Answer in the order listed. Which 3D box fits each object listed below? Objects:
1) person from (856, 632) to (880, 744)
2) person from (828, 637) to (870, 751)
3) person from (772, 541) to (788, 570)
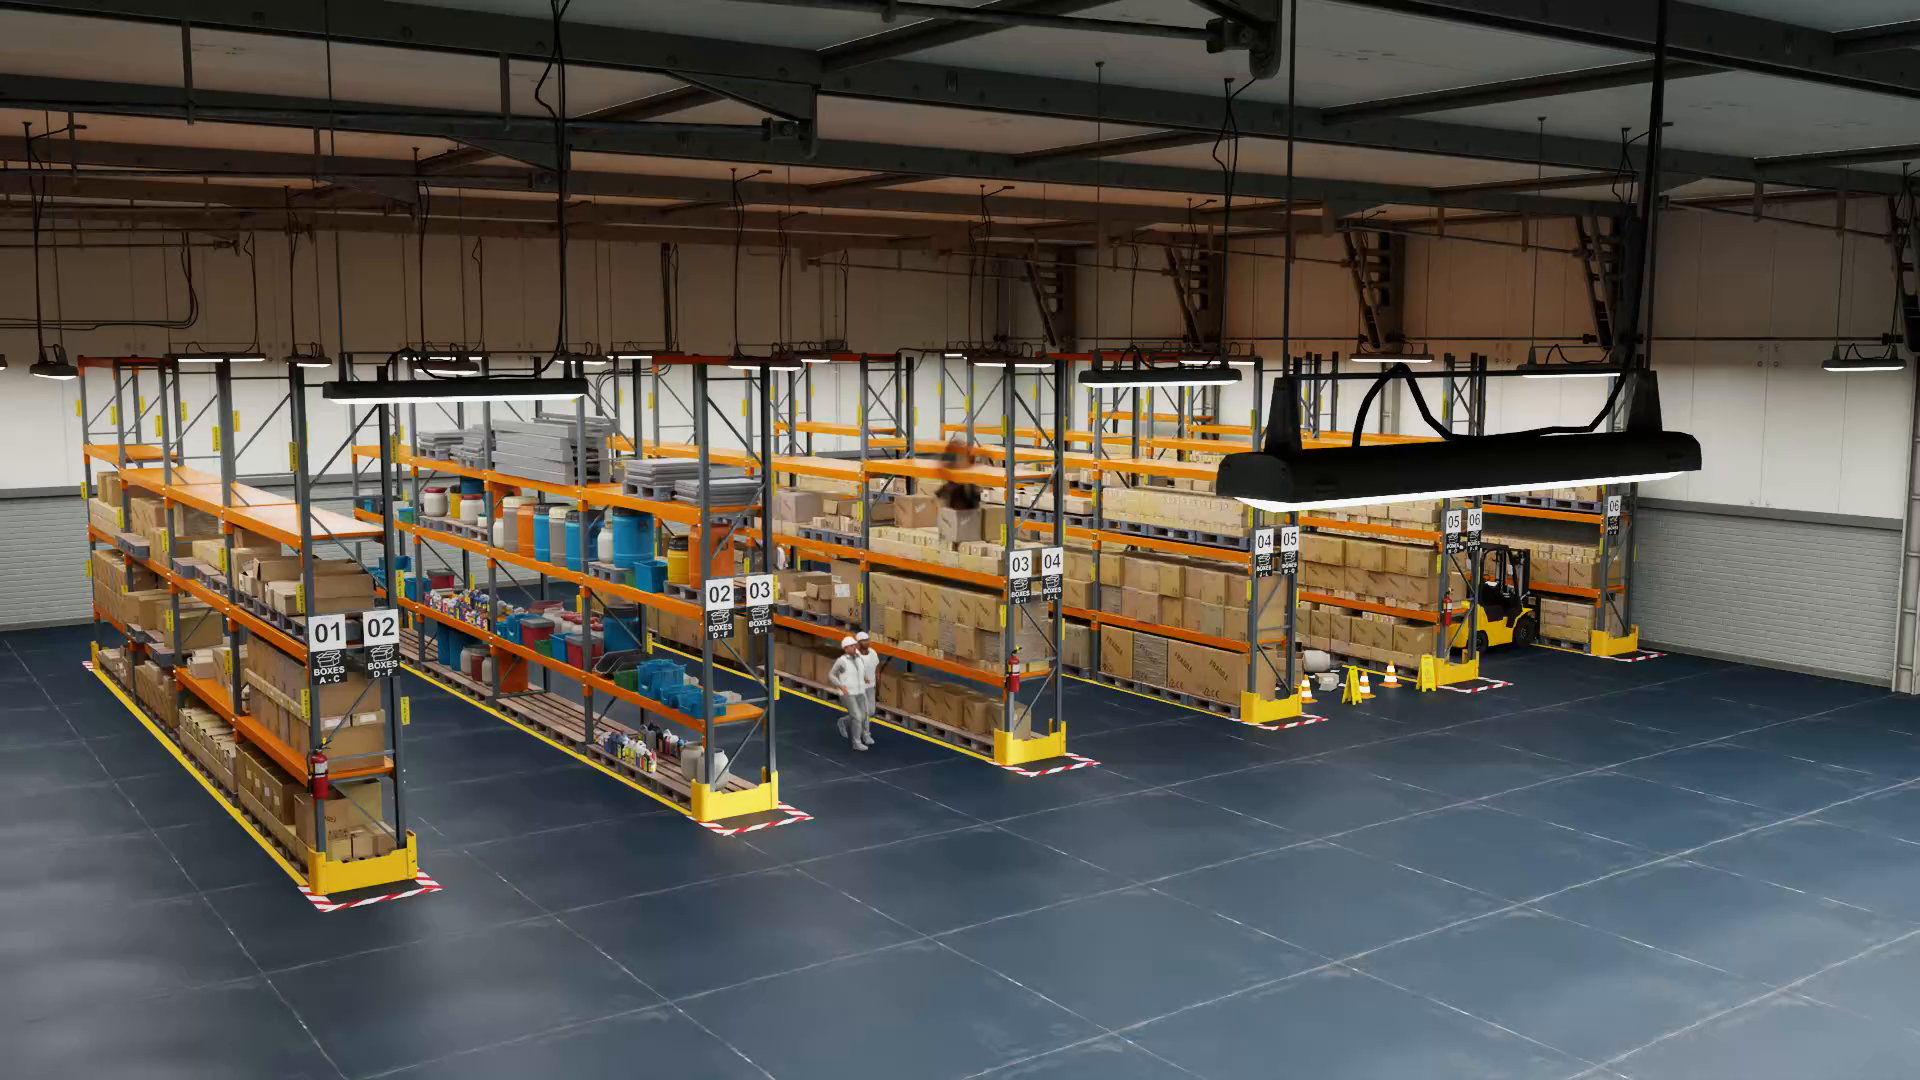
[{"bbox_3d":[-1.555,2.302,26.185,0.711,1.746,0.718,-5,8,-33],"label":"person"},{"bbox_3d":[-1.699,2.358,25.719,0.803,1.739,0.668,7,9,43],"label":"person"},{"bbox_3d":[-4.238,0.836,38.065,0.698,1.829,0.922,-4,8,-31],"label":"person"}]
